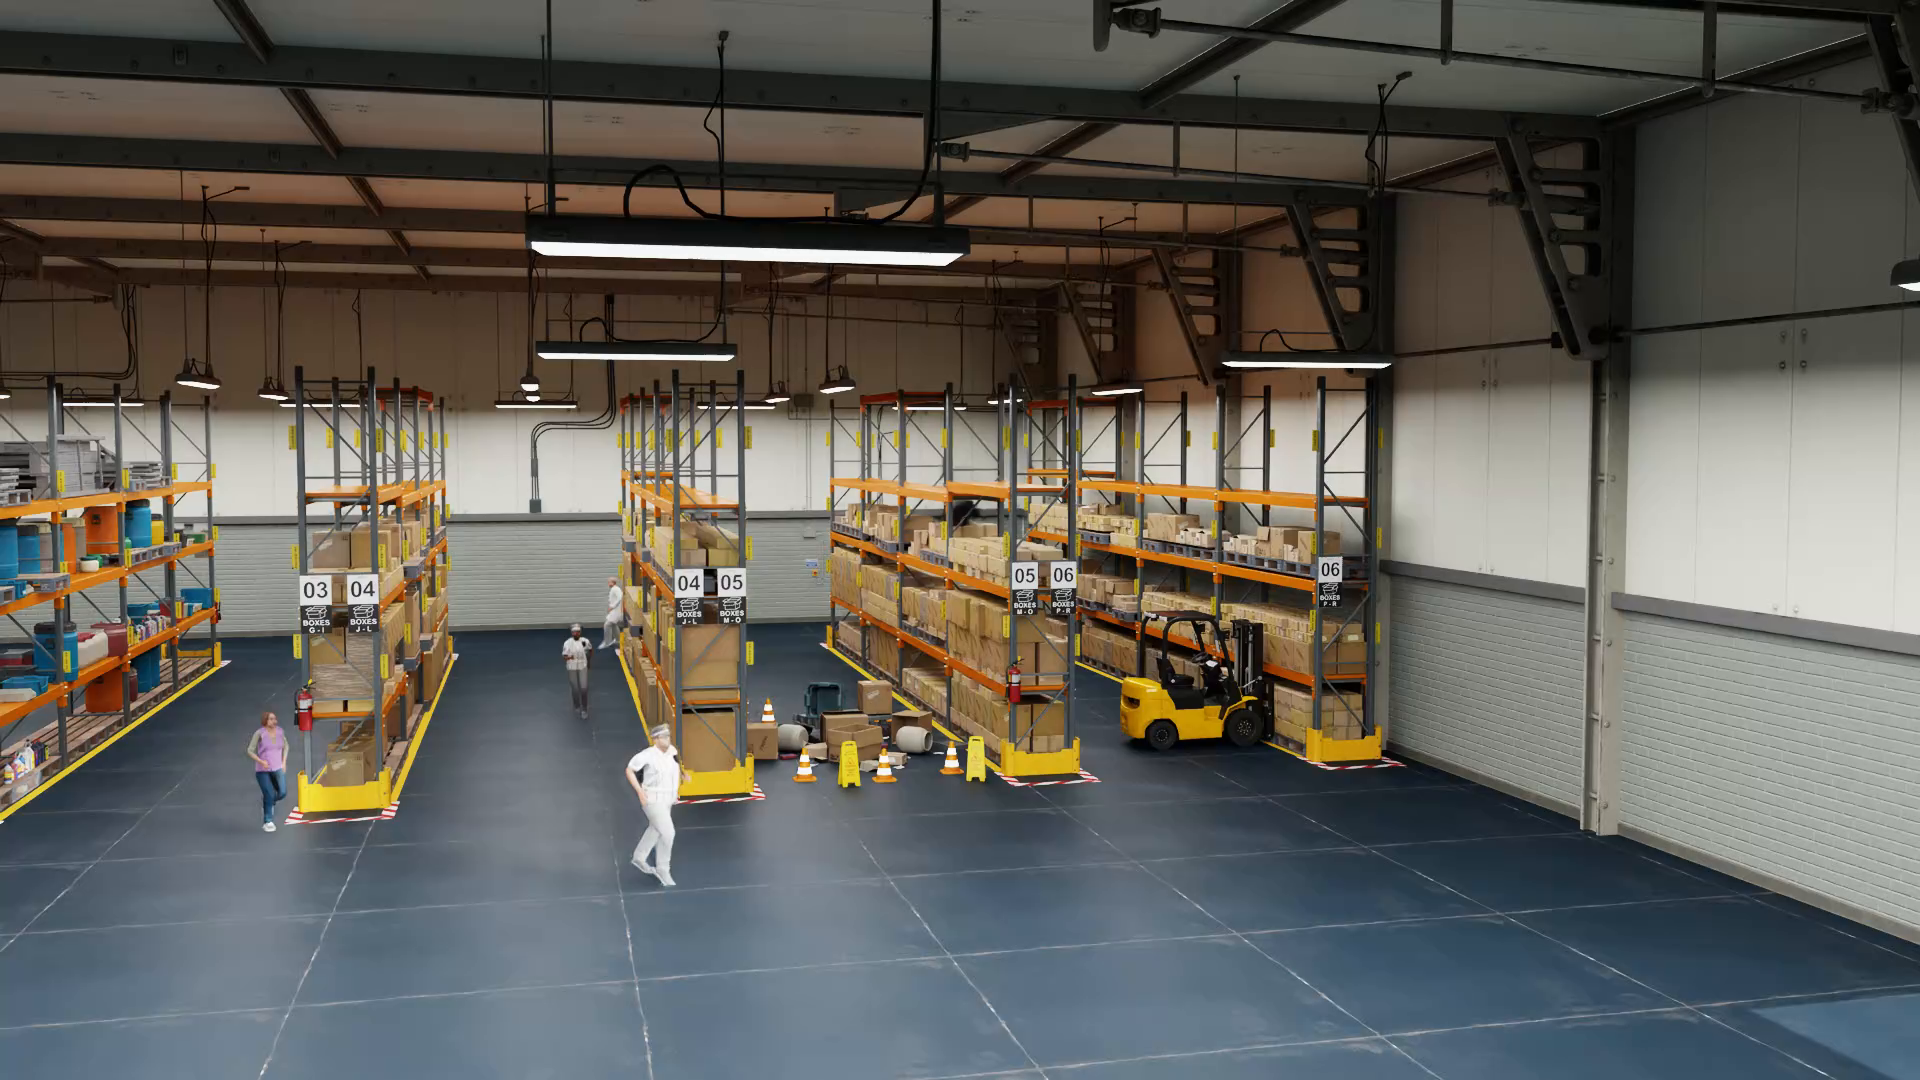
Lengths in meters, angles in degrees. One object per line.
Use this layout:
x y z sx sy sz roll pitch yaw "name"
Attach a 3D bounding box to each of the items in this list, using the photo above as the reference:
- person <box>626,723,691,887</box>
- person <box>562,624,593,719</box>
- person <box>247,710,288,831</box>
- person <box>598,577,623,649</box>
-3.439 2.990 18.951 0.810 1.849 0.650 2 4 26 "person"
-6.911 2.374 30.082 0.554 1.751 0.746 -1 3 -12 "person"
-8.868 2.958 21.366 0.566 1.558 0.560 3 5 43 "person"
-8.439 1.849 40.227 0.688 1.547 0.986 -1 4 -21 "person"
